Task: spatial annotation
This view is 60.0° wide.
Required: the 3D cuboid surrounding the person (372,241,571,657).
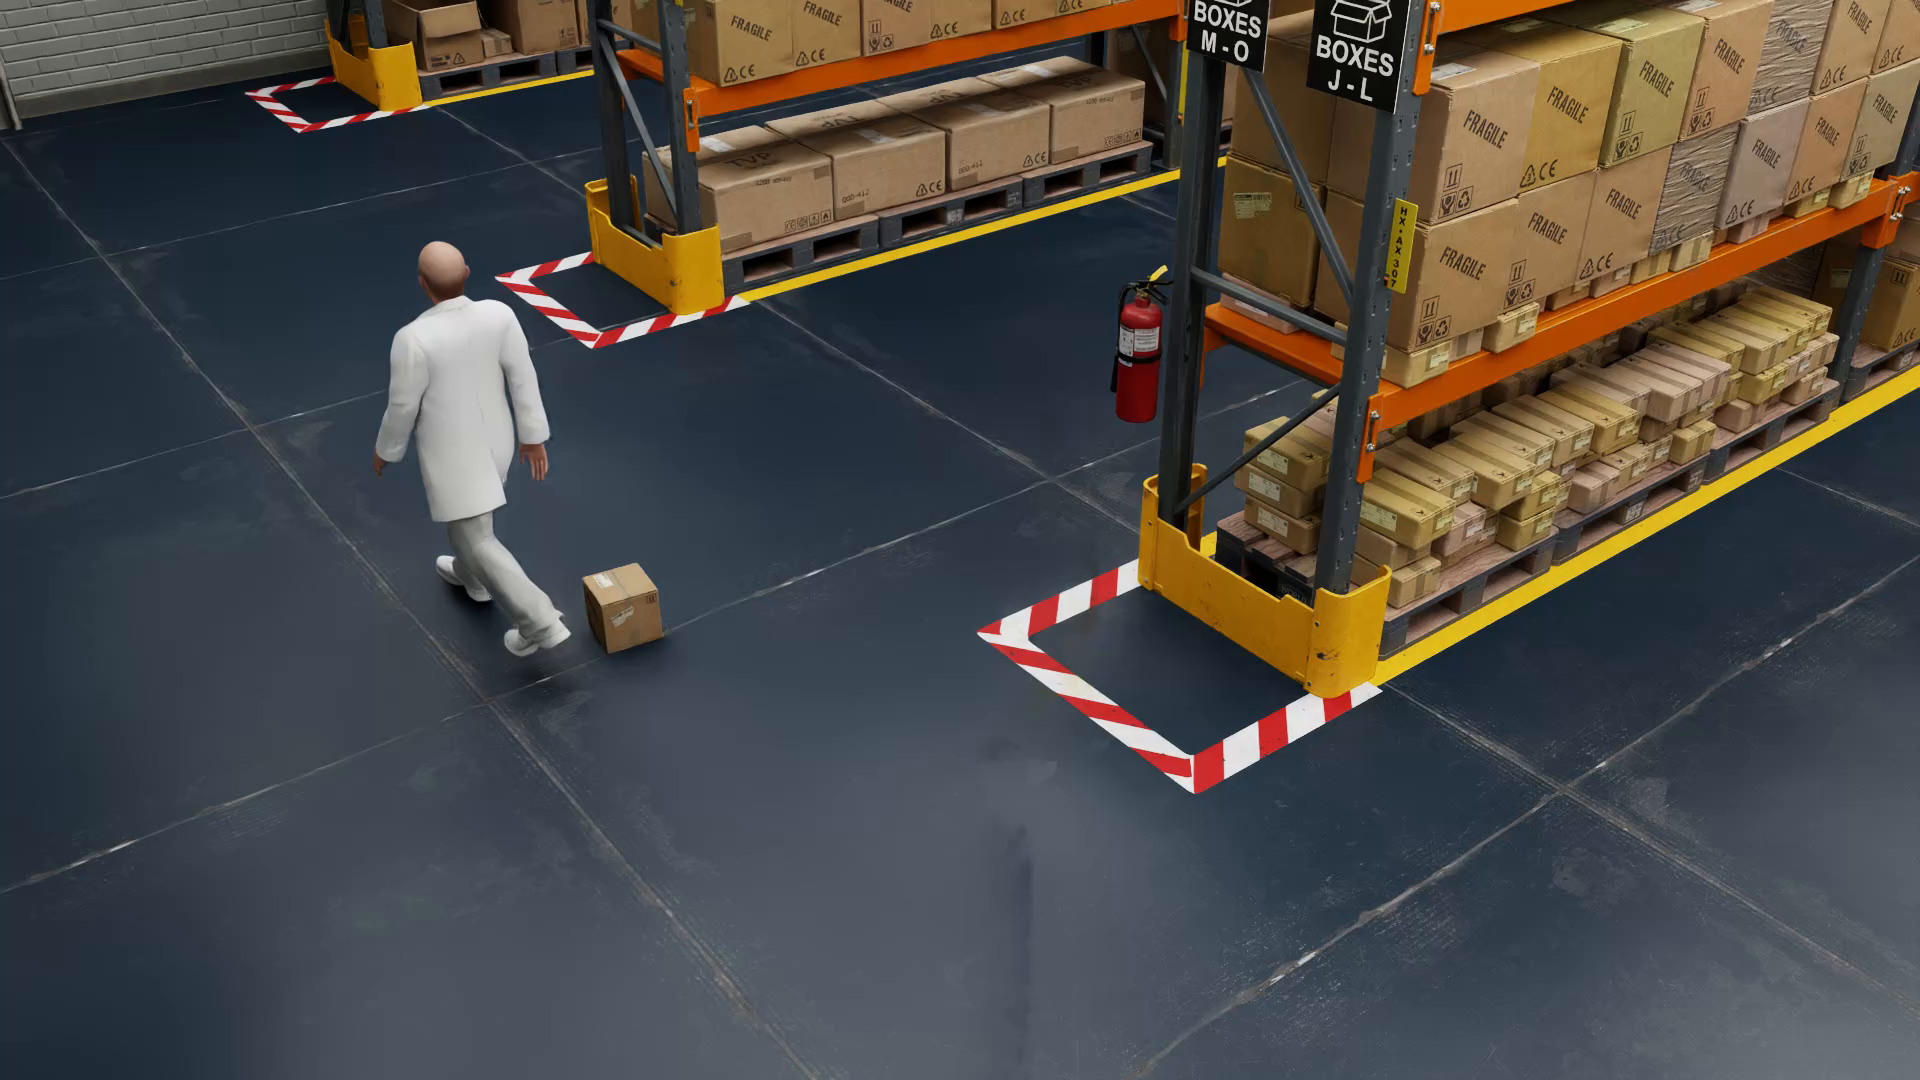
[{"bbox_3d":[-1.994,-0.373,6.740,1.089,1.733,0.598,22,38,31],"label":"person"}]
